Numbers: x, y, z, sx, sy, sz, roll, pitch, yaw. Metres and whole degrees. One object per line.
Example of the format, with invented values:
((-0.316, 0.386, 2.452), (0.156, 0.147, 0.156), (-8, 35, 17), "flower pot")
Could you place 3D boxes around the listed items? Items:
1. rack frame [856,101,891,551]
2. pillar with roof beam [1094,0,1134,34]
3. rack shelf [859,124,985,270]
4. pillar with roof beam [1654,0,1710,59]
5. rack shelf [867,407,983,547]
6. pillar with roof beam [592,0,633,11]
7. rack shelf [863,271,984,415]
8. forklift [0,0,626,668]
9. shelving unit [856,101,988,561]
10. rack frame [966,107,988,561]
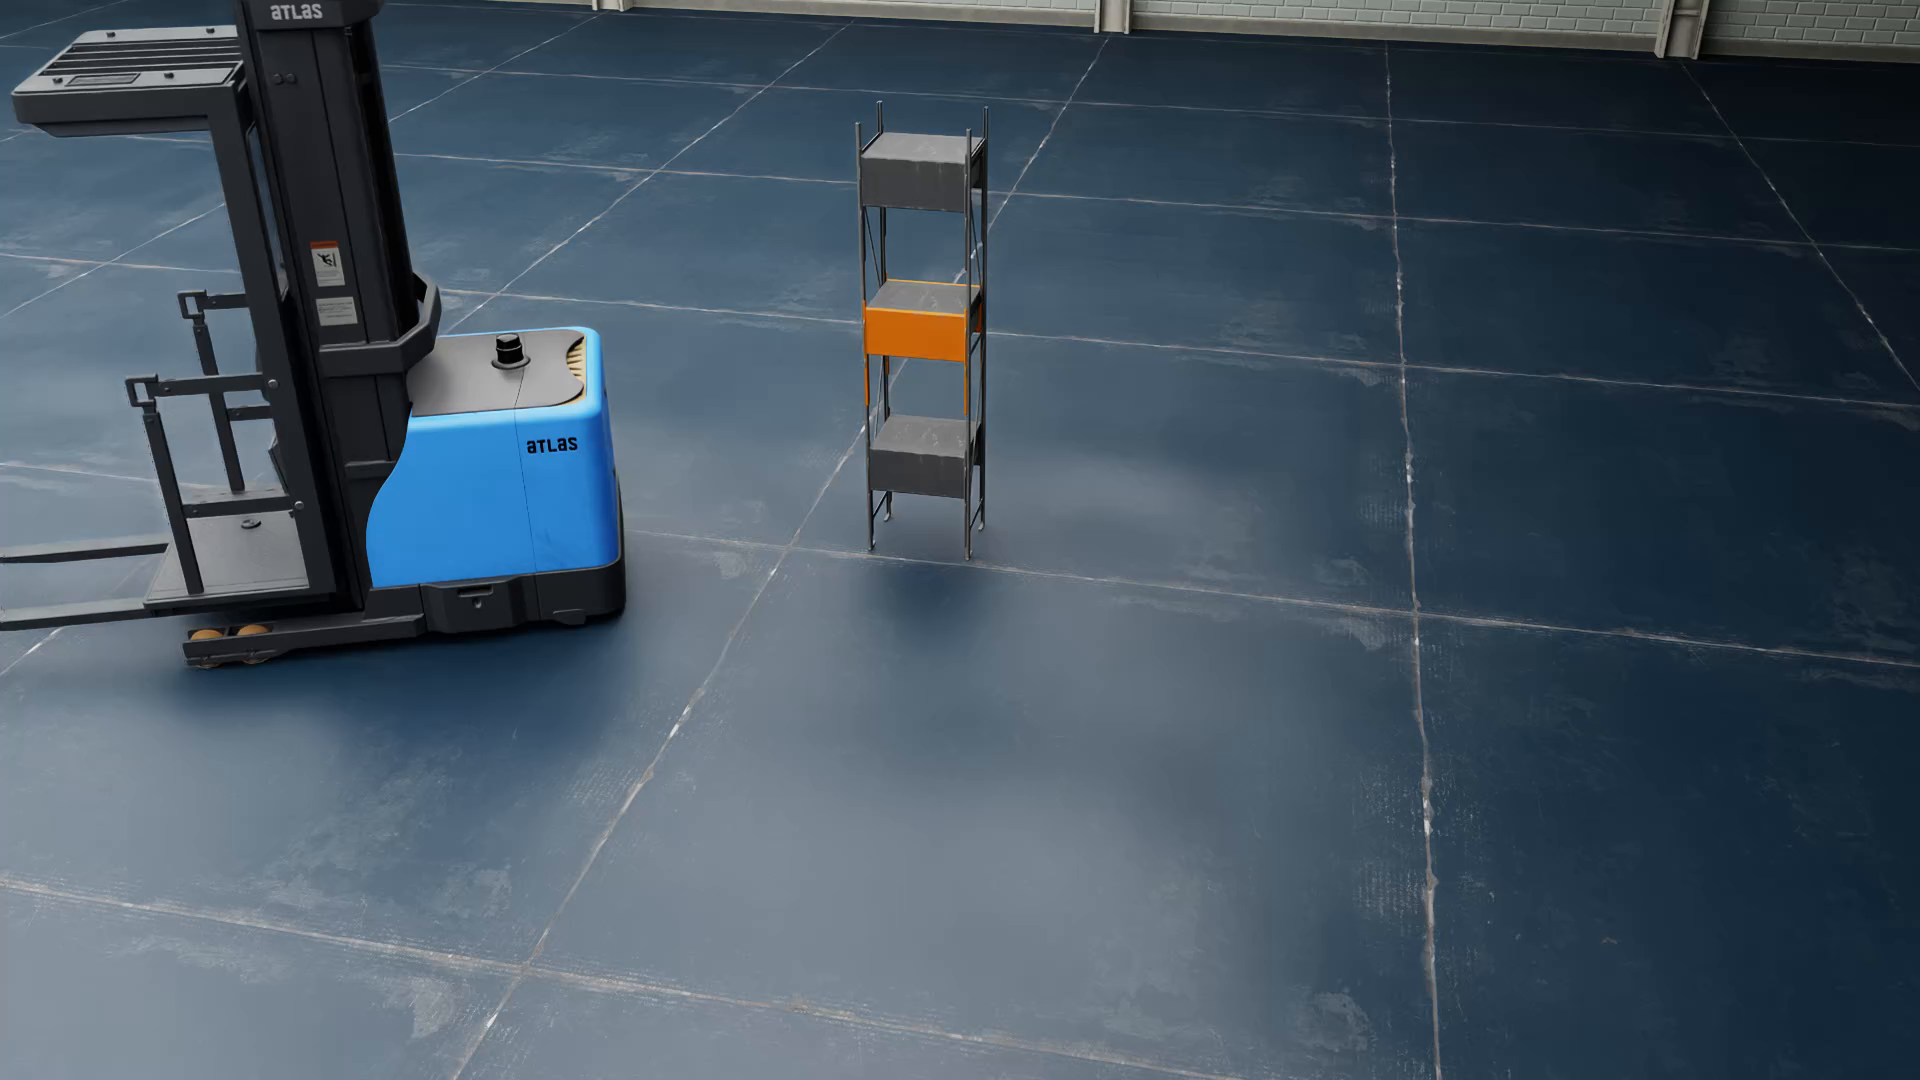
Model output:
((-0.401, -0.962, 7.821), (0.015, 2.100, 0.400), (6, 29, 11), "rack frame")
((0.830, -7.674, 12.897), (0.400, 9.000, 9.100), (6, 29, 11), "pillar with roof beam")
((-0.162, -1.540, 7.447), (0.480, 0.518, 0.431), (6, 29, 11), "rack shelf")
((6.698, -7.072, 11.798), (0.400, 9.000, 9.100), (6, 29, 11), "pillar with roof beam")
((-0.162, -0.312, 8.119), (0.480, 0.518, 0.431), (6, 29, 11), "rack shelf")
((-5.038, -8.276, 13.996), (0.400, 9.000, 9.100), (6, 29, 11), "pillar with roof beam")
((-0.162, -0.926, 7.783), (0.480, 0.518, 0.431), (6, 29, 11), "rack shelf")
((-3.092, -1.004, 7.031), (3.031, 2.935, 1.130), (-5, 29, -10), "forklift")
((-0.162, -0.938, 7.776), (0.503, 2.100, 0.431), (6, 29, 11), "shelving unit")
((0.077, -0.913, 7.731), (0.015, 2.100, 0.400), (6, 29, 11), "rack frame")
